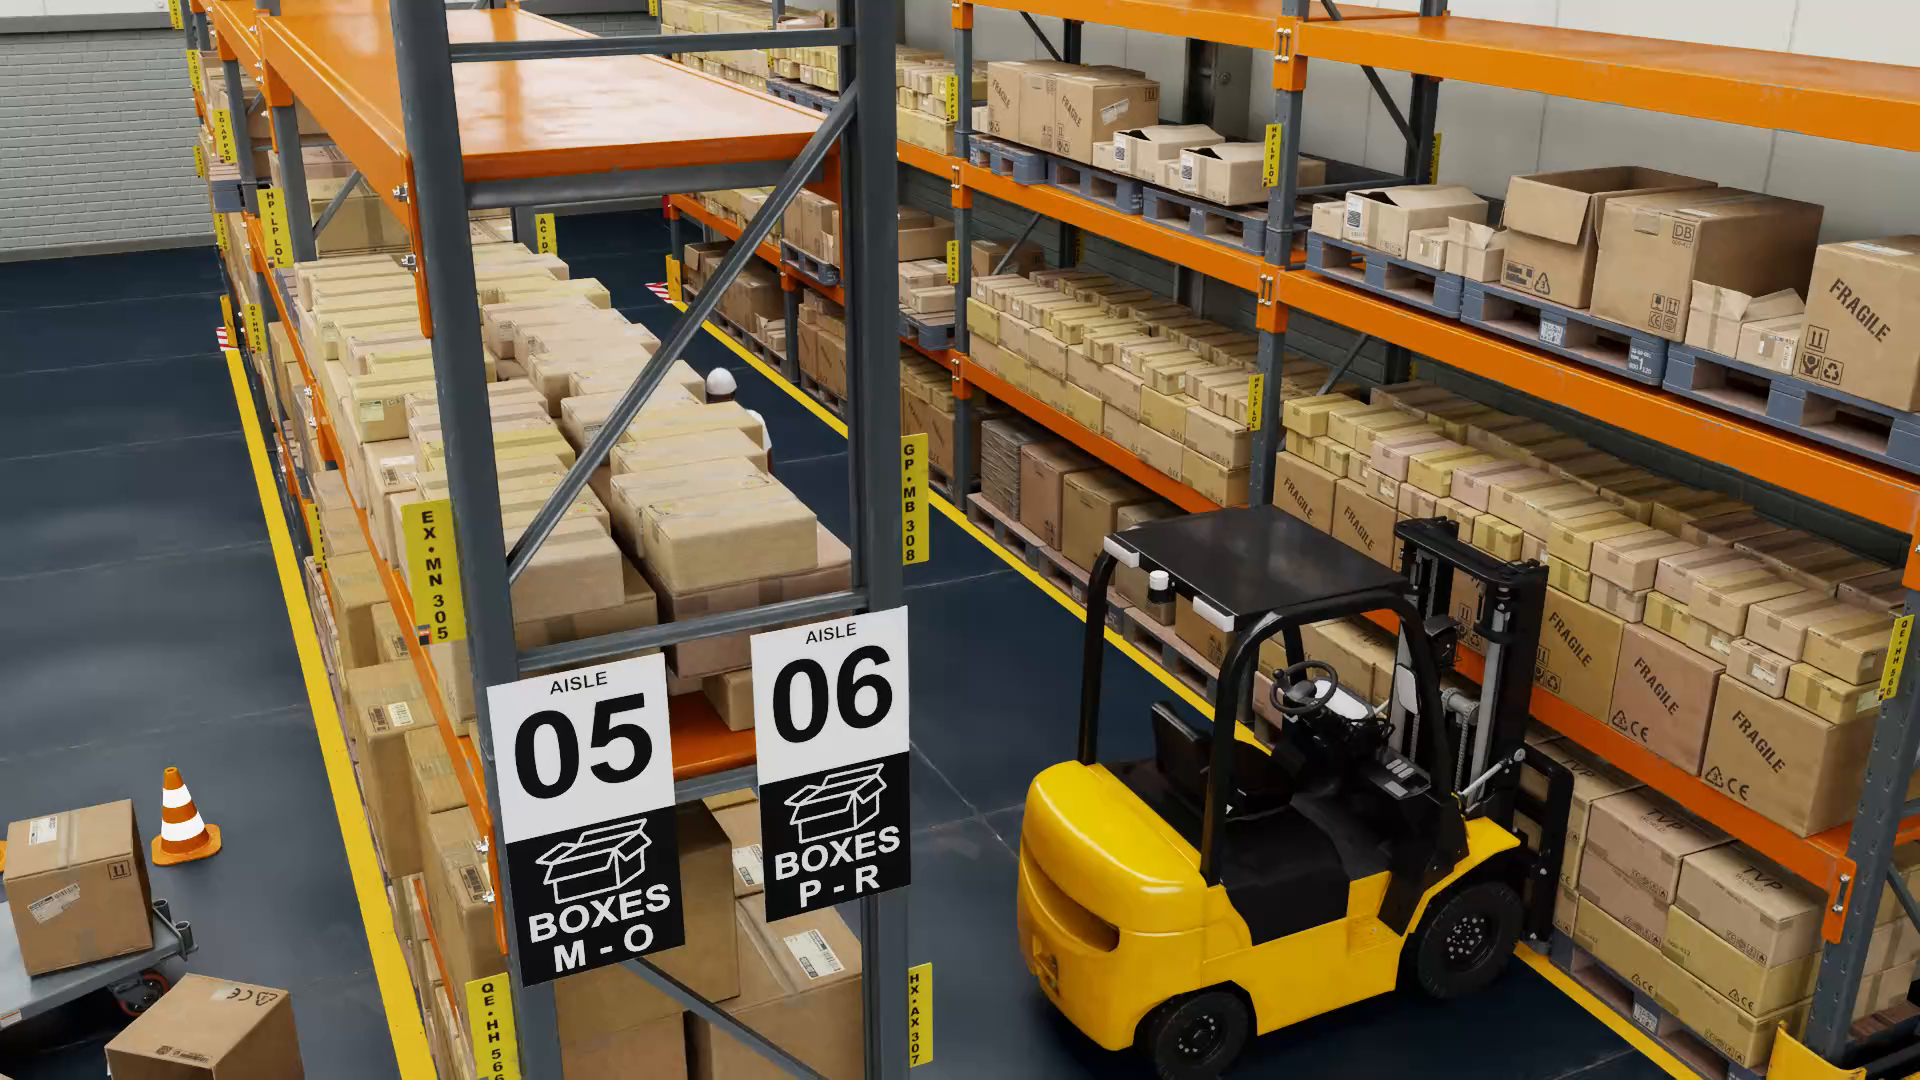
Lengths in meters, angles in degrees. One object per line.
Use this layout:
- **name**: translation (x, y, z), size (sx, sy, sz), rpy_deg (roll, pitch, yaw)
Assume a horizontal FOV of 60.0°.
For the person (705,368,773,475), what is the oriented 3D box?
- **person**: translation (-1.563, -0.322, 11.381), size (0.596, 1.726, 1.042), rpy_deg (-4, 22, -10)
